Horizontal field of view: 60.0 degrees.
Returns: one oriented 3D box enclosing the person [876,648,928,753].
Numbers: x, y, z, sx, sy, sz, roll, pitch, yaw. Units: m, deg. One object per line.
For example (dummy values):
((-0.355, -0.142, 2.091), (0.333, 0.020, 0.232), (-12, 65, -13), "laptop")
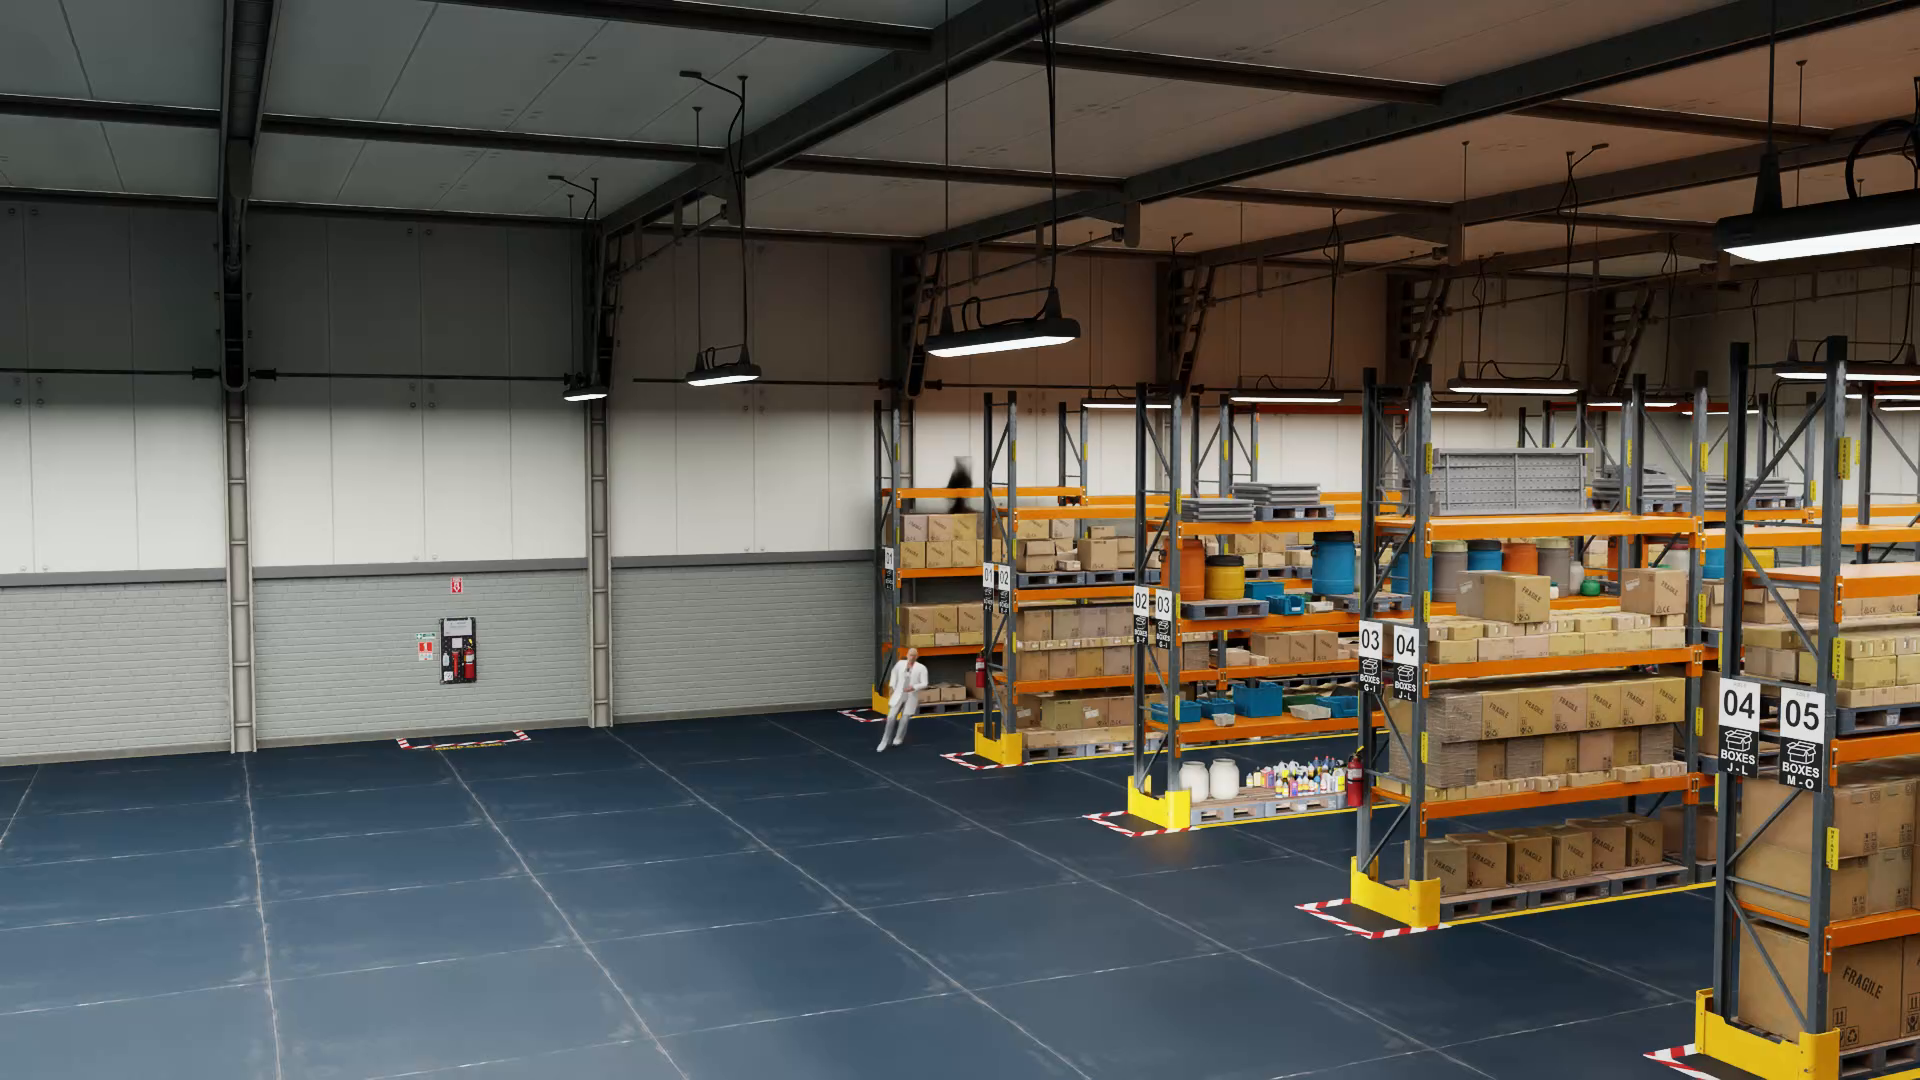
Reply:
((-0.948, 2.773, 27.980), (0.856, 1.567, 0.813), (0, 3, 8), "person")
